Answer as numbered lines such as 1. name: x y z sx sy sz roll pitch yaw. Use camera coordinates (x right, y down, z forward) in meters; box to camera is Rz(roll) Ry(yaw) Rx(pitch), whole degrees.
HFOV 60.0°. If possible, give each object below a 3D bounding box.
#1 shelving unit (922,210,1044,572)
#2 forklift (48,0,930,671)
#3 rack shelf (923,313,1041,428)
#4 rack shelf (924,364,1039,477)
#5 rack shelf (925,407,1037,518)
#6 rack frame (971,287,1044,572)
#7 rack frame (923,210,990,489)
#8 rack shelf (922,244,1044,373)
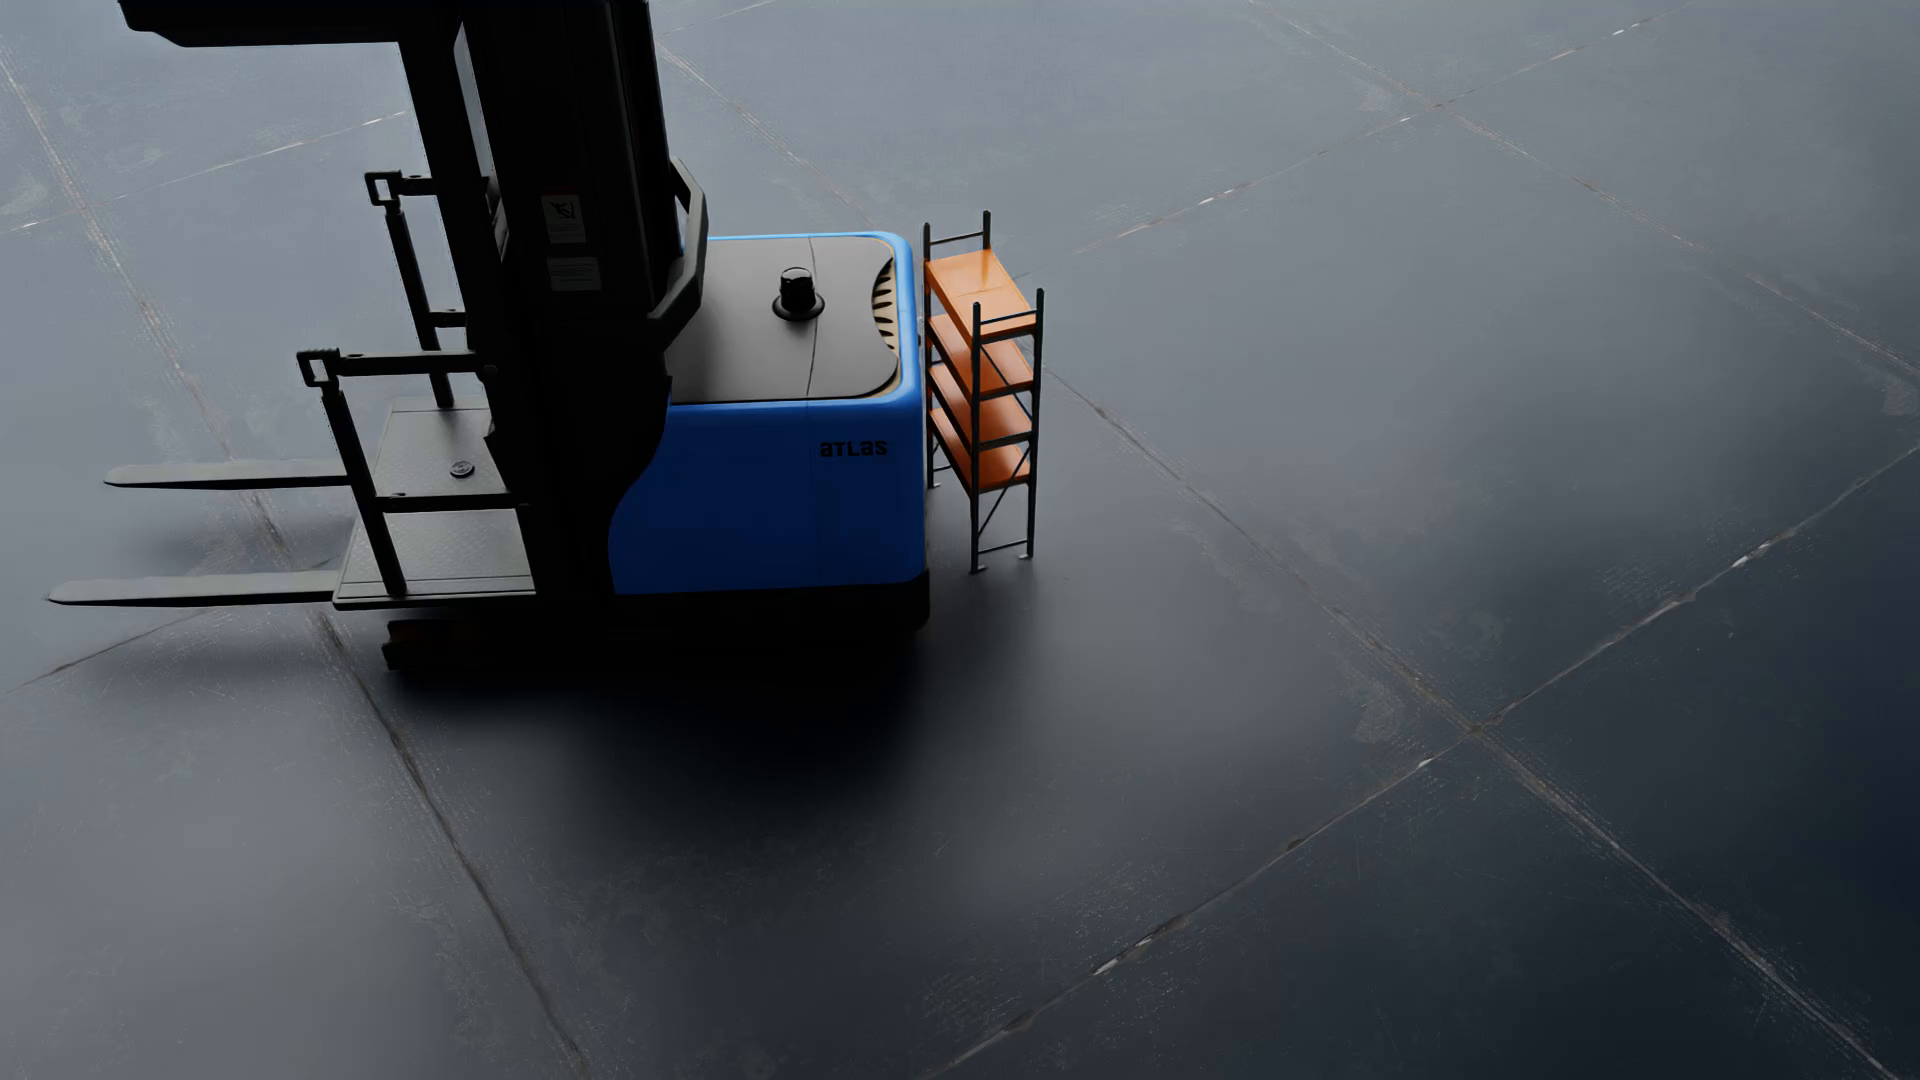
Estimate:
1. shelving unit: 0.073 -0.507 5.912 0.258 1.200 0.503 -14 45 -14
2. forklift: -1.643 -0.984 5.158 3.031 2.935 1.130 -2 44 -2
3. rack shelf: 0.073 -0.620 5.804 0.258 0.148 0.480 -14 45 -14
4. rack shelf: 0.073 -0.458 5.958 0.258 0.148 0.480 -14 45 -14
5. rack shelf: 0.073 -0.314 6.095 0.258 0.148 0.480 -14 45 -14
6. rack frame: 0.157 -0.349 5.746 0.240 1.200 0.015 -14 45 -14
7. rack frame: -0.011 -0.665 6.077 0.240 1.200 0.015 -14 45 -14
8. rack shelf: 0.073 -0.791 5.640 0.258 0.148 0.480 -14 45 -14
